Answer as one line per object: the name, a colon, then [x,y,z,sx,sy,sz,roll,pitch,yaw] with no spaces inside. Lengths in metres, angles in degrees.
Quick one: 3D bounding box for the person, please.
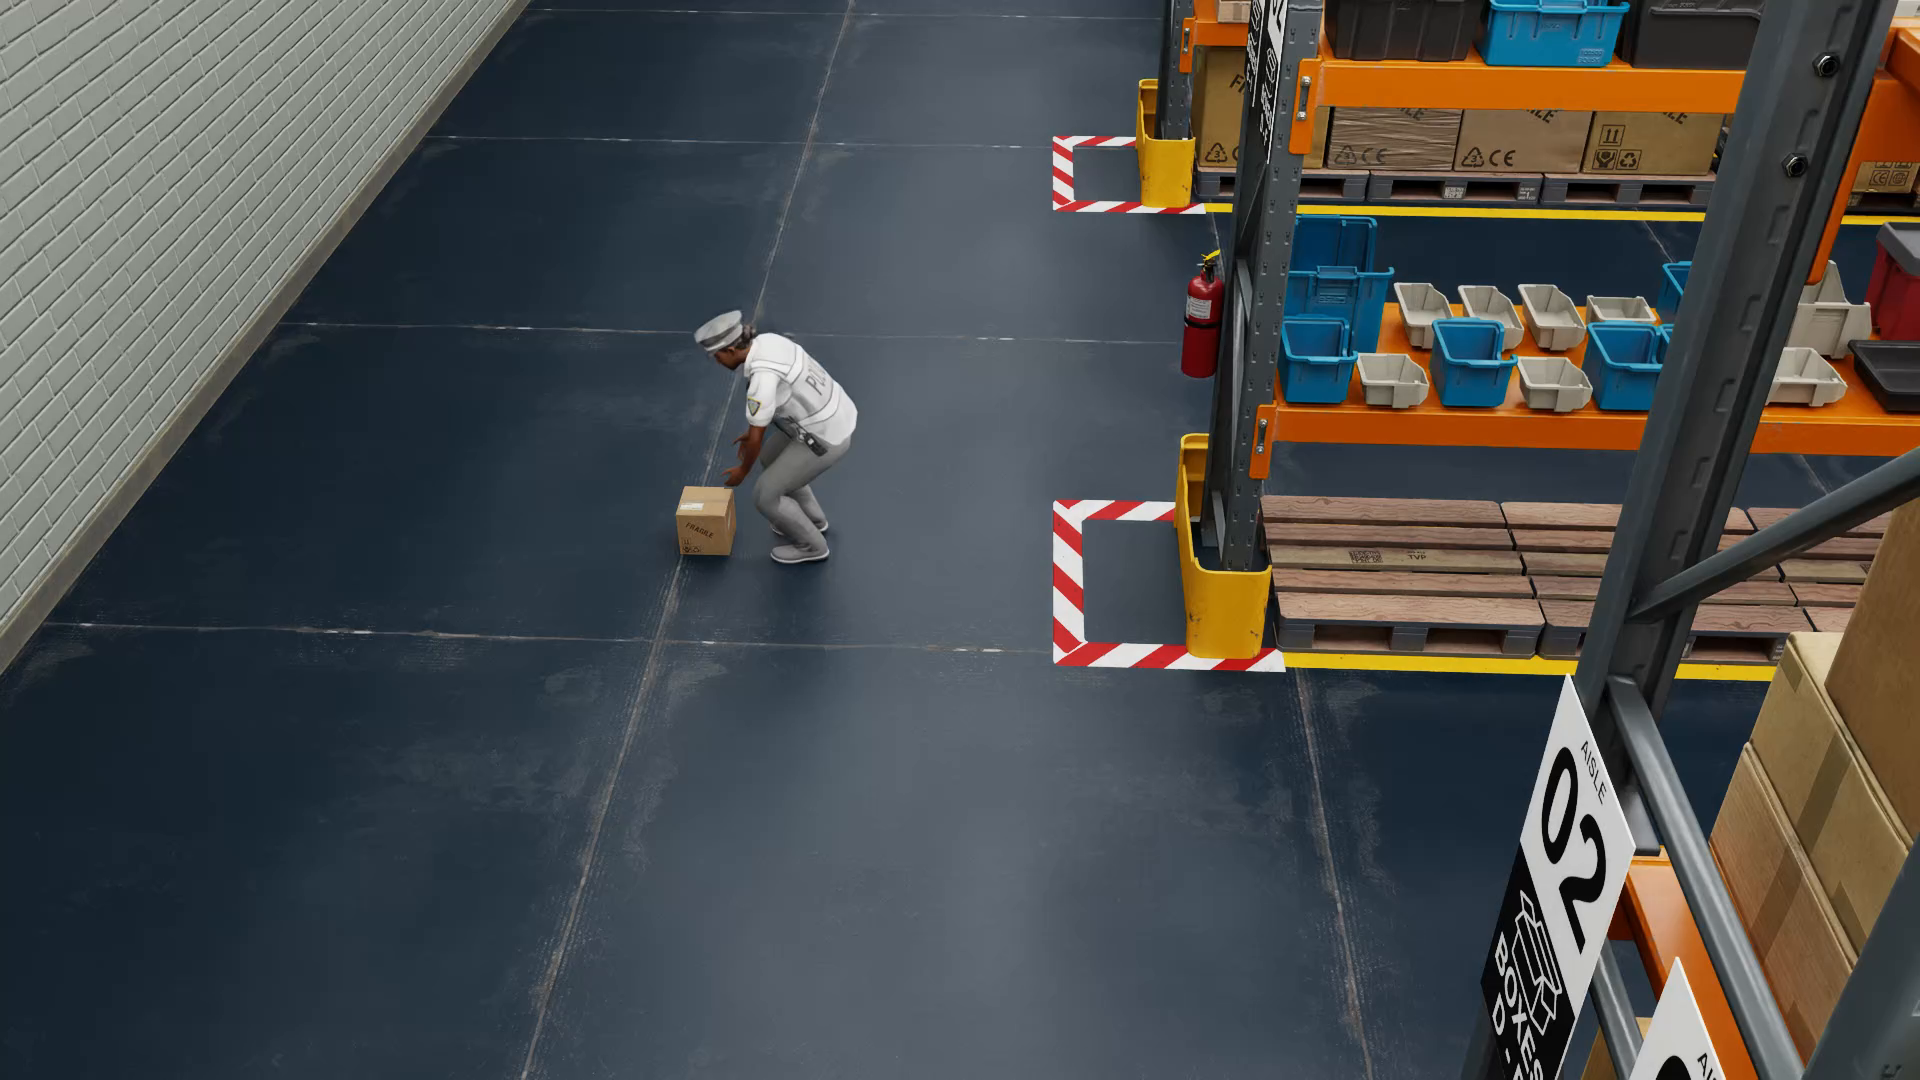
person: [-0.873,-0.498,8.093,0.740,1.331,0.496,1,36,2]
